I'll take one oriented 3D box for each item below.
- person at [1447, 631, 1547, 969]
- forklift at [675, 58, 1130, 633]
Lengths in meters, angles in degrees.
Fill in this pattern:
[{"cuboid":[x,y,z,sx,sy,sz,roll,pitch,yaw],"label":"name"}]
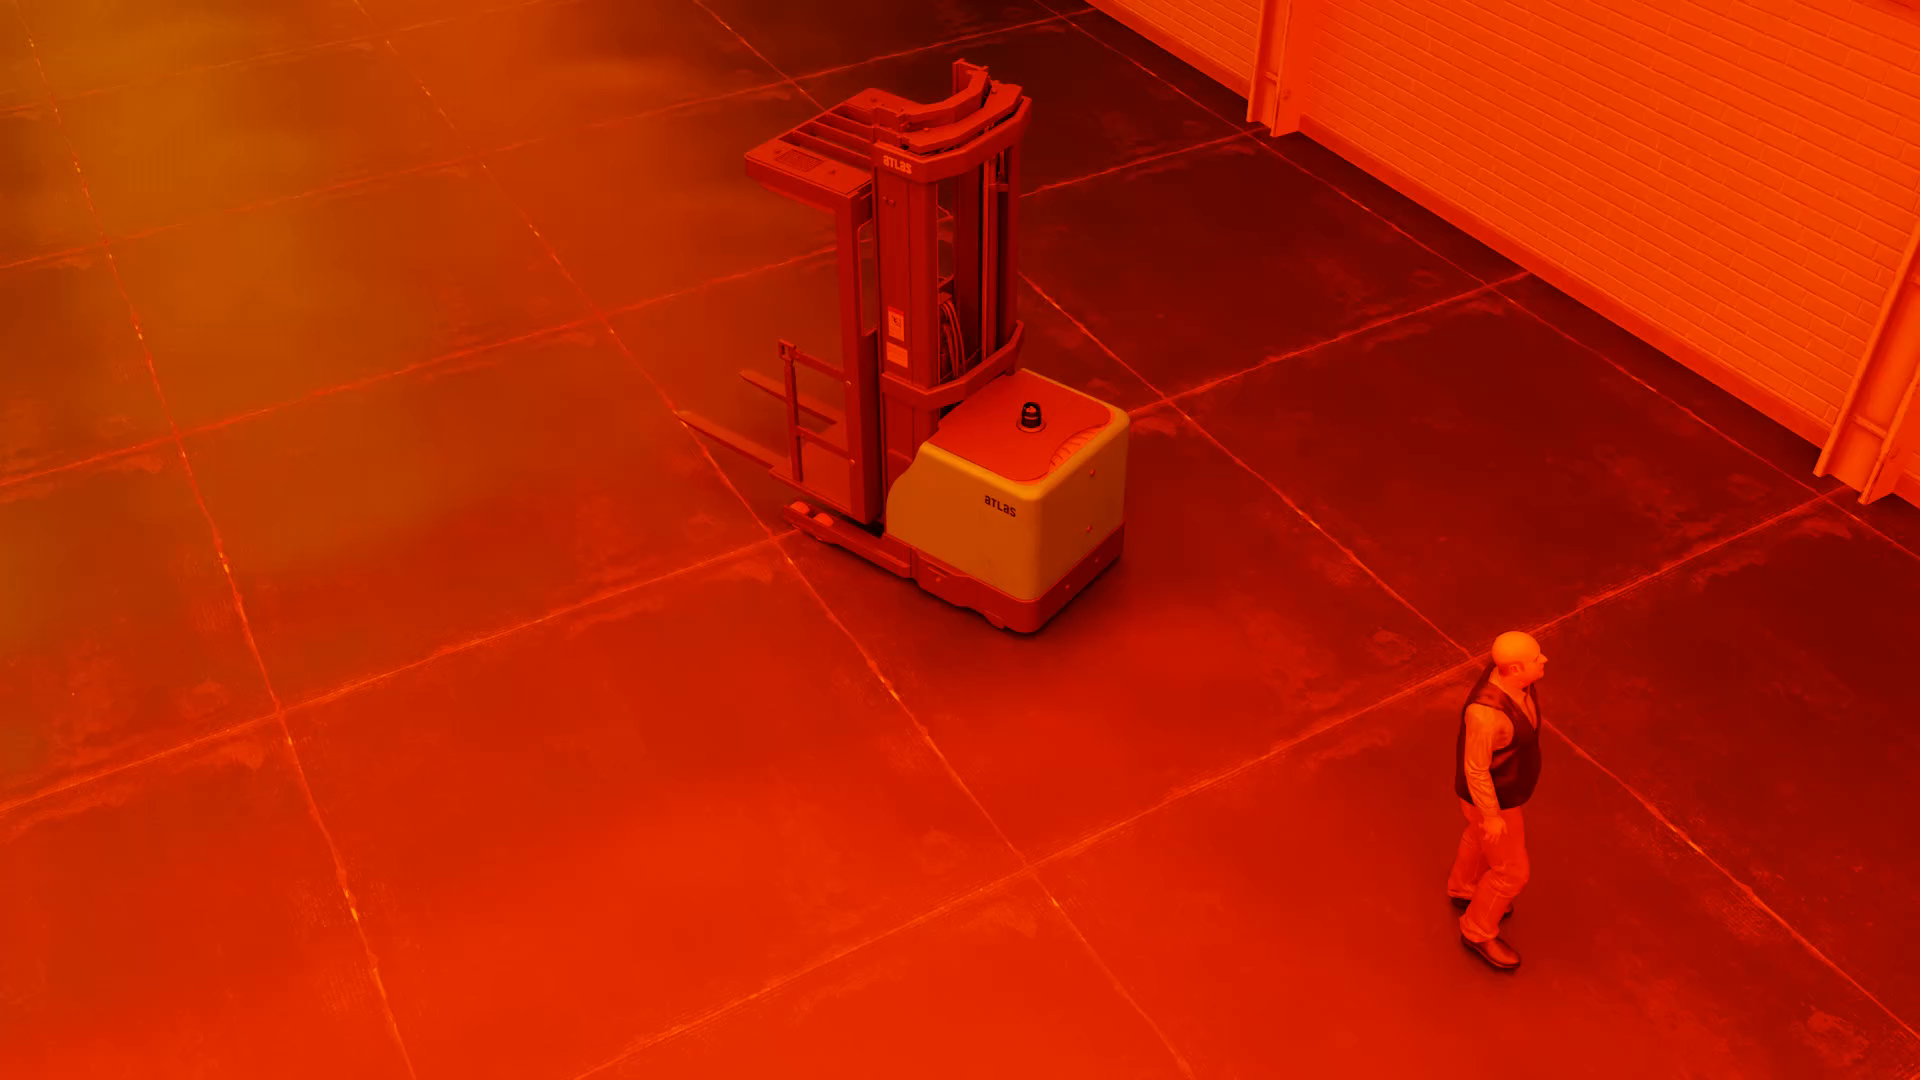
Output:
[{"cuboid":[2.510,1.145,7.593,0.578,1.718,0.633,19,43,22],"label":"person"},{"cuboid":[-0.481,-1.366,9.683,3.031,2.935,1.130,26,46,28],"label":"forklift"}]
